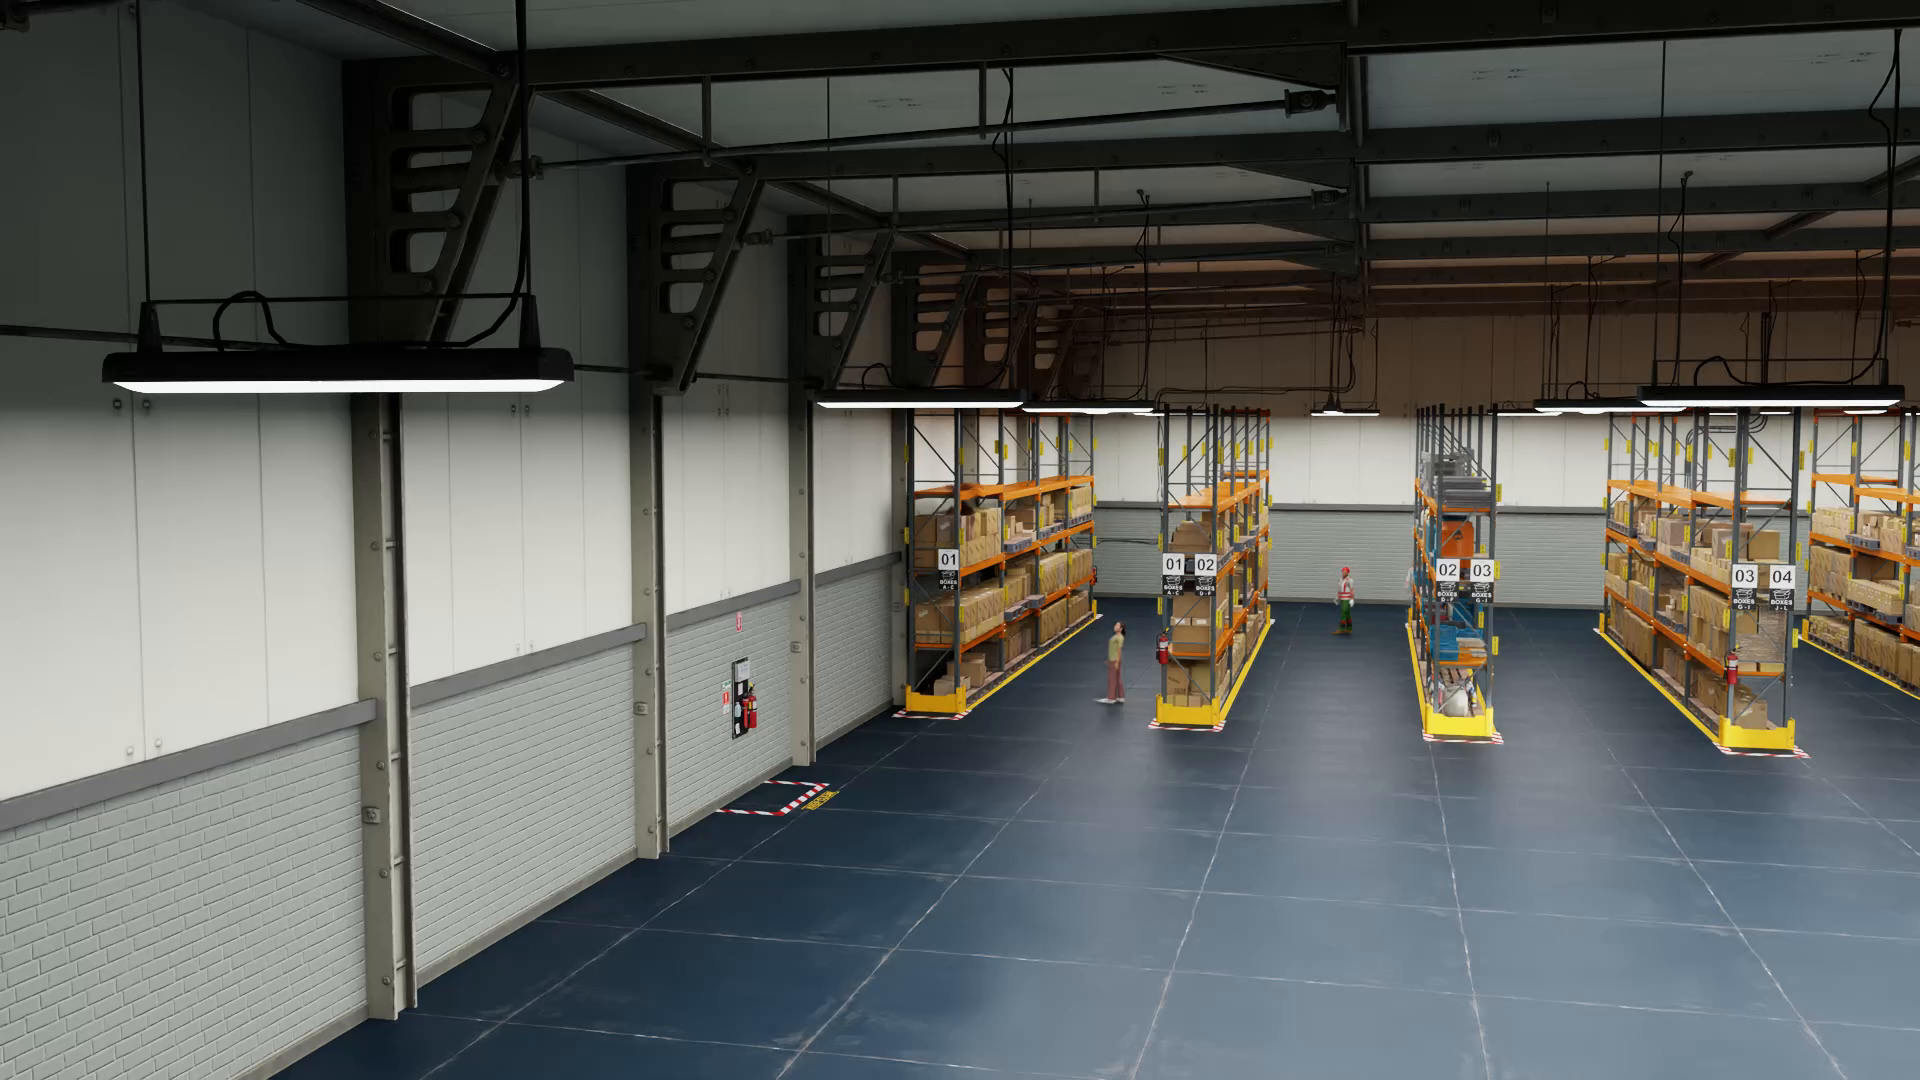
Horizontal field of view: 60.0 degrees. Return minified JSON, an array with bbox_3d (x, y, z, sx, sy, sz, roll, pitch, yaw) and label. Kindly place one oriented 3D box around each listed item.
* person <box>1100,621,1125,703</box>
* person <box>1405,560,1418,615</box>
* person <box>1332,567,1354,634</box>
[{"bbox_3d":[3.090,2.455,33.557,0.497,1.650,0.475,1,4,10],"label":"person"},{"bbox_3d":[13.325,1.378,48.874,0.667,1.623,0.409,-3,5,-33],"label":"person"},{"bbox_3d":[10.180,1.602,44.386,0.620,1.779,0.552,0,4,-6],"label":"person"}]
